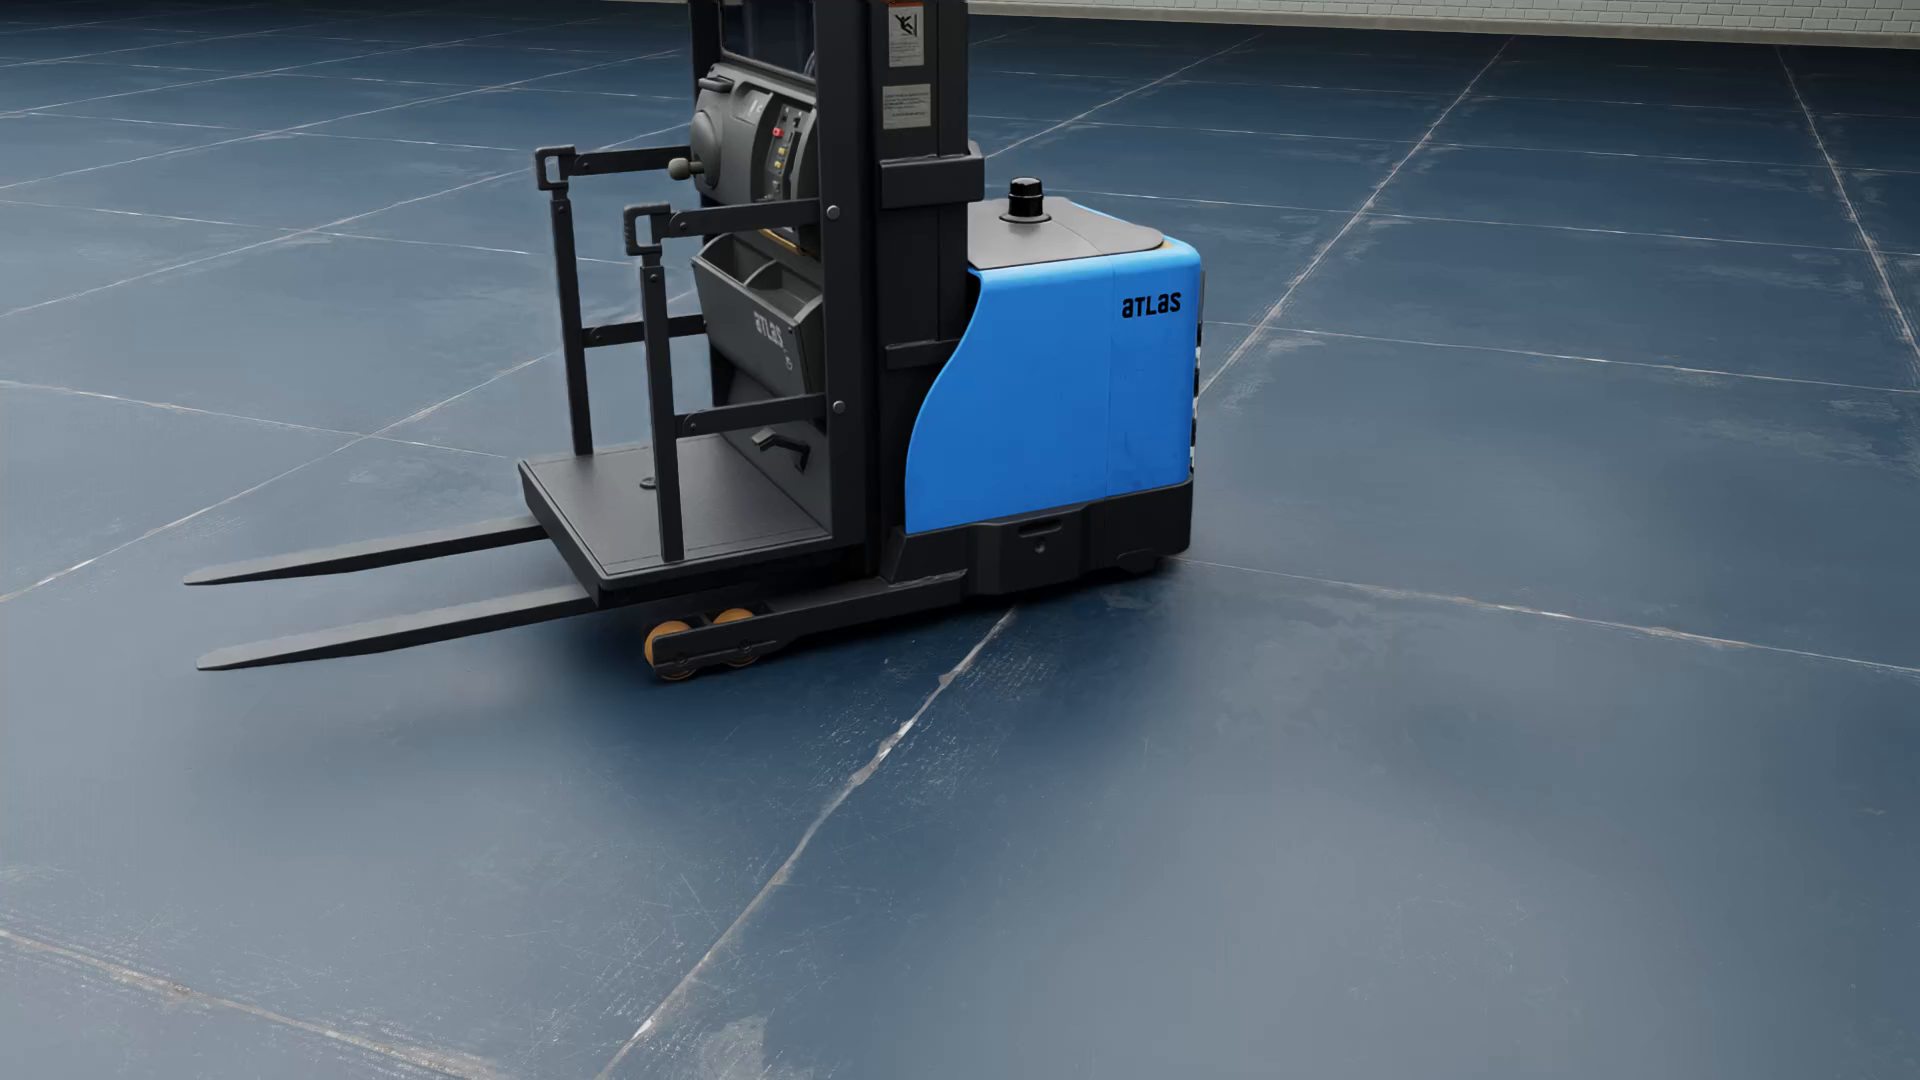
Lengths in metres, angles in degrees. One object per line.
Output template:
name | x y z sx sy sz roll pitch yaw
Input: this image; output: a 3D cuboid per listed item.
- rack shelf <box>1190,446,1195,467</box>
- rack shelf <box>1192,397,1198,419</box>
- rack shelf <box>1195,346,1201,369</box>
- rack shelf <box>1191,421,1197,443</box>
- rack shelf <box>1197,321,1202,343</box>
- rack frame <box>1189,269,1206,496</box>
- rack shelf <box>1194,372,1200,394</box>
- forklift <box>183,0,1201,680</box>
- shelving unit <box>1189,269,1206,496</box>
rack shelf | 0.677 -0.317 5.895 0.200 0.077 0.258 -11 25 -24
rack shelf | 0.677 -0.483 5.825 0.200 0.077 0.258 -11 25 -24
rack shelf | 0.677 -0.649 5.756 0.200 0.077 0.258 -11 25 -24
rack shelf | 0.677 -0.400 5.860 0.200 0.077 0.258 -11 25 -24
rack shelf | 0.677 -0.732 5.721 0.200 0.077 0.258 -11 25 -24
rack frame | 0.769 -0.531 5.854 0.006 0.900 0.240 -11 25 -24
rack shelf | 0.677 -0.566 5.791 0.200 0.077 0.258 -11 25 -24
forklift | -0.790 -1.181 4.775 3.031 2.935 1.130 -11 25 -24
shelving unit | 0.677 -0.514 5.812 0.210 0.900 0.258 -11 25 -24
